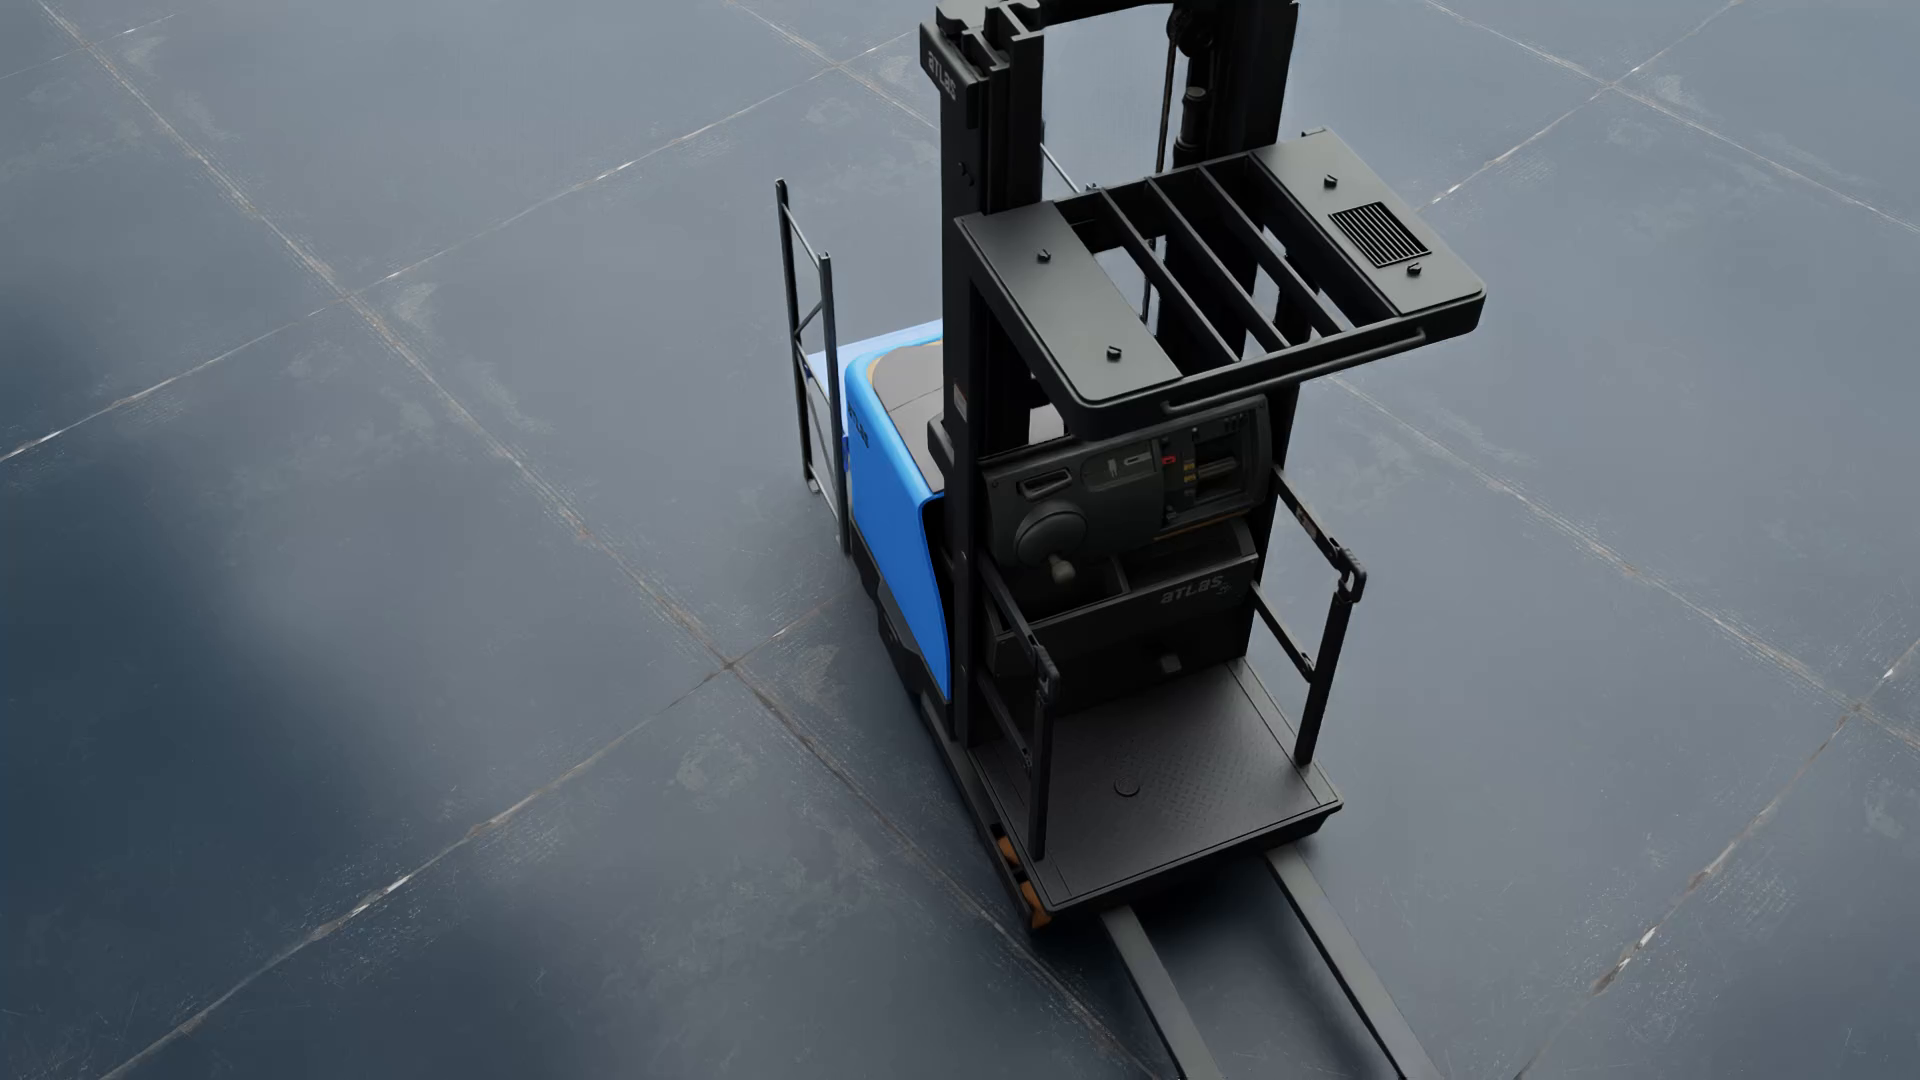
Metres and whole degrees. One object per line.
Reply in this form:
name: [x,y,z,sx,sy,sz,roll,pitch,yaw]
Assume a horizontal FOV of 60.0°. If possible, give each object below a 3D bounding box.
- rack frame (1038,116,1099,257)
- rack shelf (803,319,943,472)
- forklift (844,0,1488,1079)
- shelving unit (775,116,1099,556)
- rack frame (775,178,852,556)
rack frame: [0.385,-0.909,6.622,0.032,1.500,0.500,-17,50,-15]
rack shelf: [-0.083,-0.641,6.619,1.000,0.185,0.538,-17,50,-15]
forklift: [0.599,-0.052,4.857,1.130,2.935,3.031,-17,50,-15]
shelving unit: [-0.083,-0.763,6.487,1.048,1.500,0.538,-17,50,-15]
rack frame: [-0.551,-0.617,6.352,0.032,1.500,0.500,-17,50,-15]
